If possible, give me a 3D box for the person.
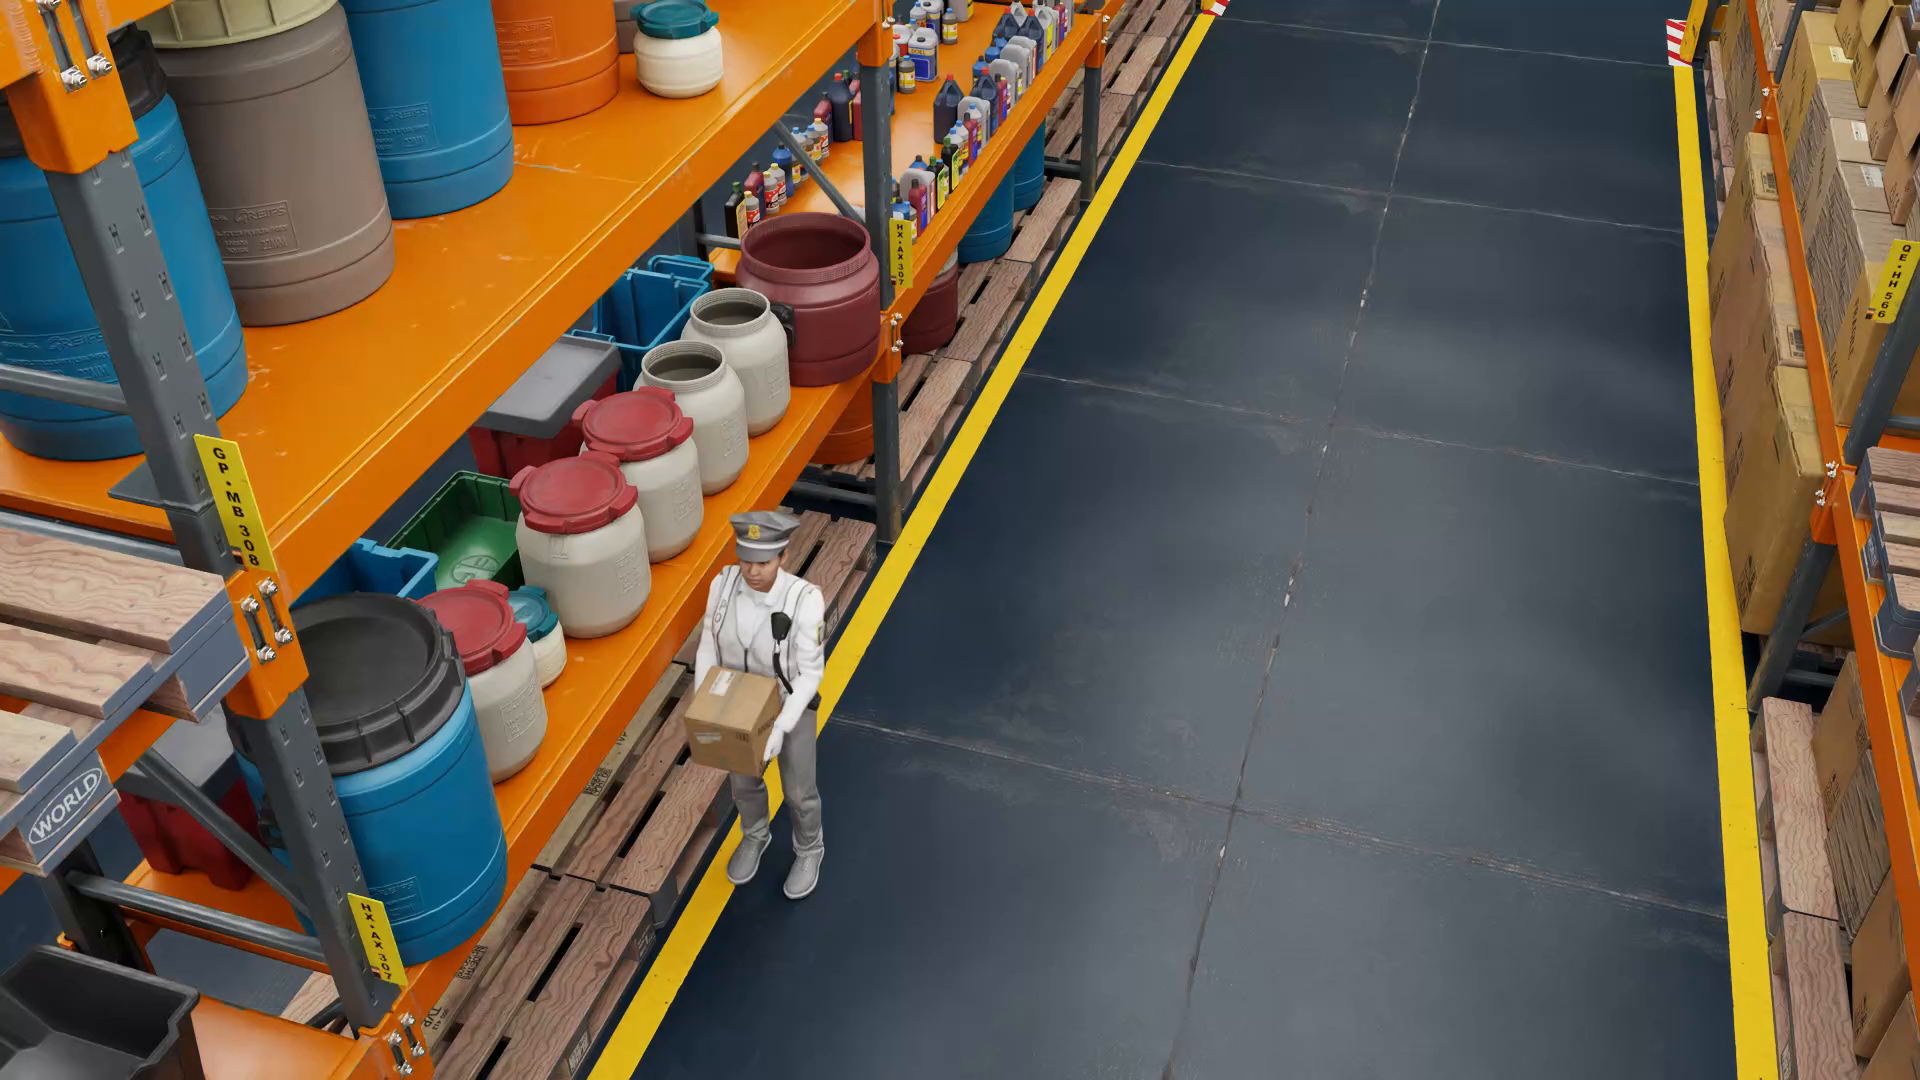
[{"bbox_3d":[-0.721,0.641,6.021,0.474,1.691,0.540,11,39,14],"label":"person"}]
